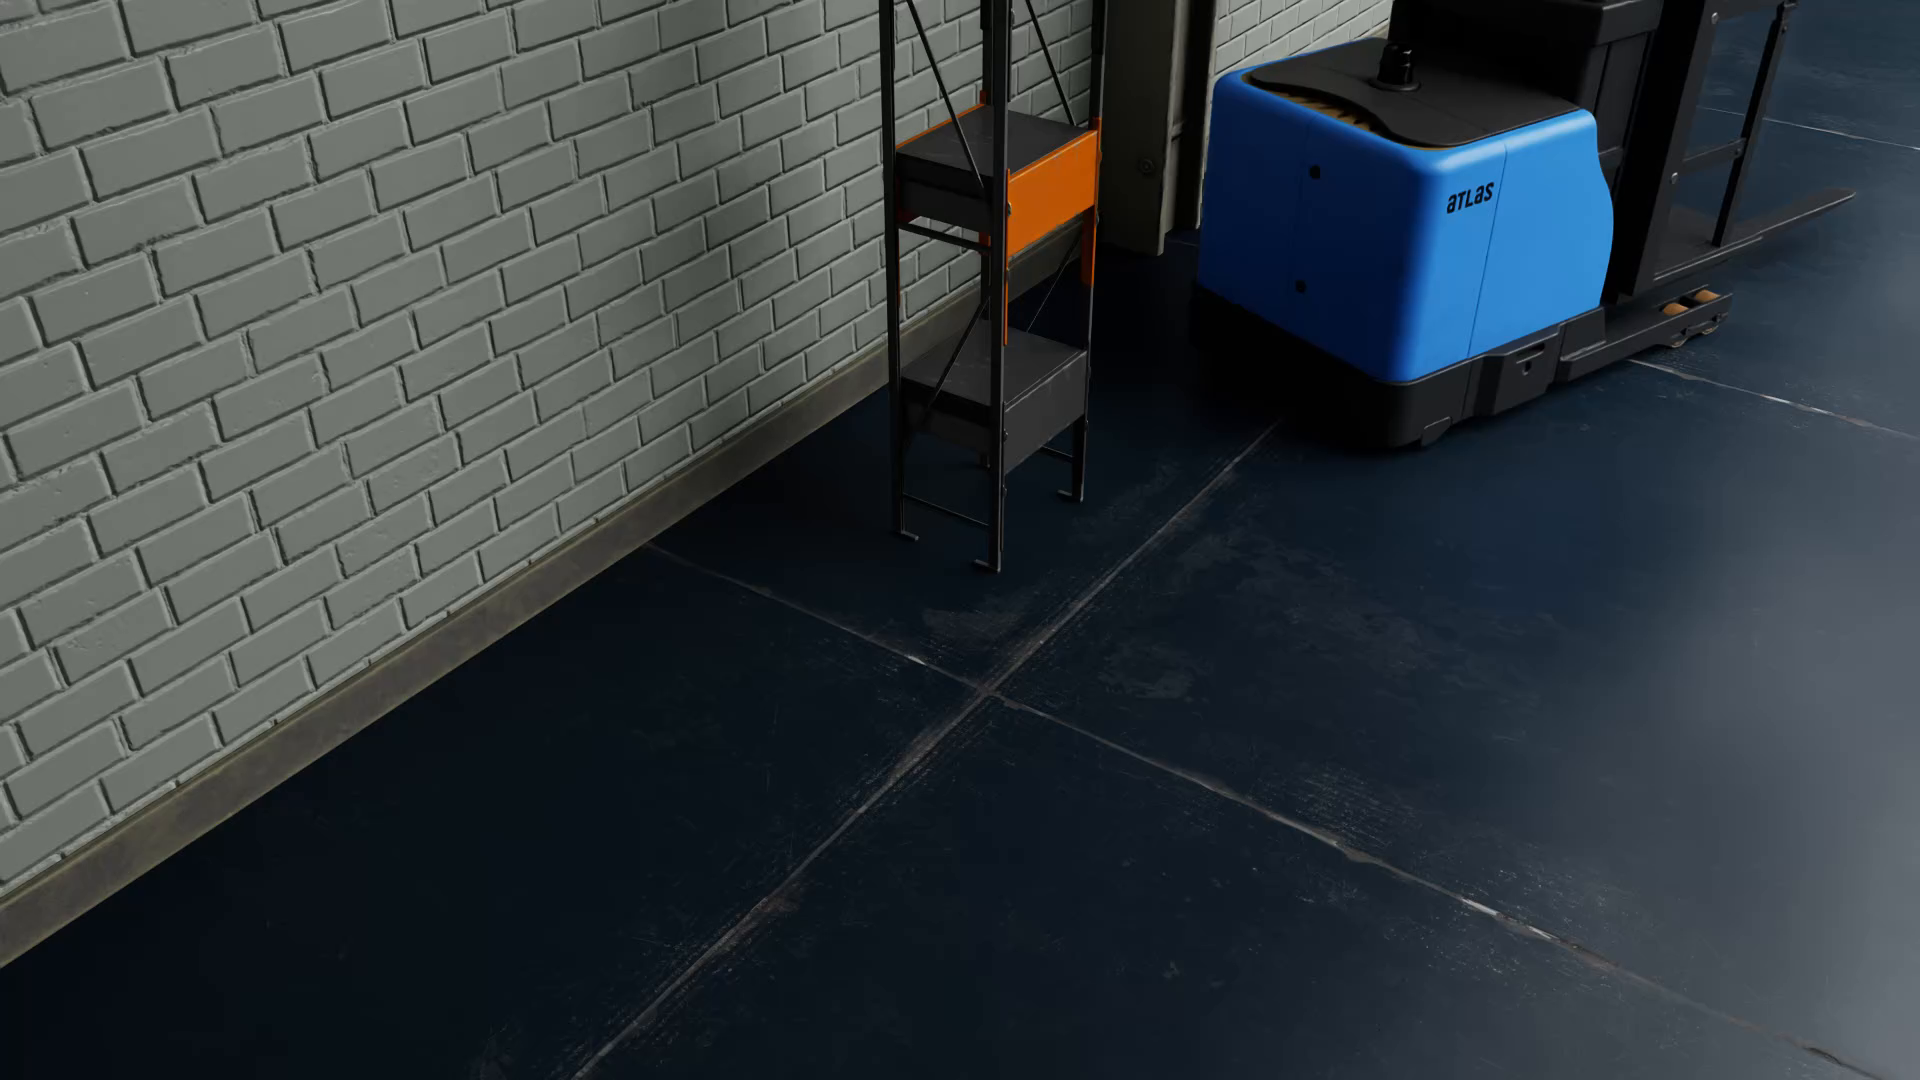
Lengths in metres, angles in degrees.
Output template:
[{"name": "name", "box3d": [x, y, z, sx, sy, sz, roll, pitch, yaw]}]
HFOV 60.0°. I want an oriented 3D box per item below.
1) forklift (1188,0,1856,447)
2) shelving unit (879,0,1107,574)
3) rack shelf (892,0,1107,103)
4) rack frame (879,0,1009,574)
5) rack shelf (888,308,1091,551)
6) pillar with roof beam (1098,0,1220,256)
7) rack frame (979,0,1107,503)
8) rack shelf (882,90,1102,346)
[{"name": "forklift", "box3d": [2.355, -2.167, 5.838, 3.031, 2.935, 1.130, -21, 39, -28]}, {"name": "shelving unit", "box3d": [0.094, -0.946, 4.774, 0.431, 2.100, 0.503, 21, 39, 28]}, {"name": "rack shelf", "box3d": [0.094, -1.515, 4.390, 0.431, 0.518, 0.480, 21, 39, 28]}, {"name": "rack frame", "box3d": [-0.045, -0.834, 4.608, 0.400, 2.100, 0.015, 21, 39, 28]}, {"name": "rack shelf", "box3d": [0.094, -0.355, 5.174, 0.431, 0.518, 0.480, 21, 39, 28]}, {"name": "pillar with roof beam", "box3d": [4.356, -3.690, 2.673, 9.100, 9.000, 0.400, 21, 39, 28]}, {"name": "rack frame", "box3d": [0.234, -1.058, 4.940, 0.400, 2.100, 0.015, 21, 39, 28]}, {"name": "rack shelf", "box3d": [0.094, -0.935, 4.782, 0.431, 0.518, 0.480, 21, 39, 28]}]
